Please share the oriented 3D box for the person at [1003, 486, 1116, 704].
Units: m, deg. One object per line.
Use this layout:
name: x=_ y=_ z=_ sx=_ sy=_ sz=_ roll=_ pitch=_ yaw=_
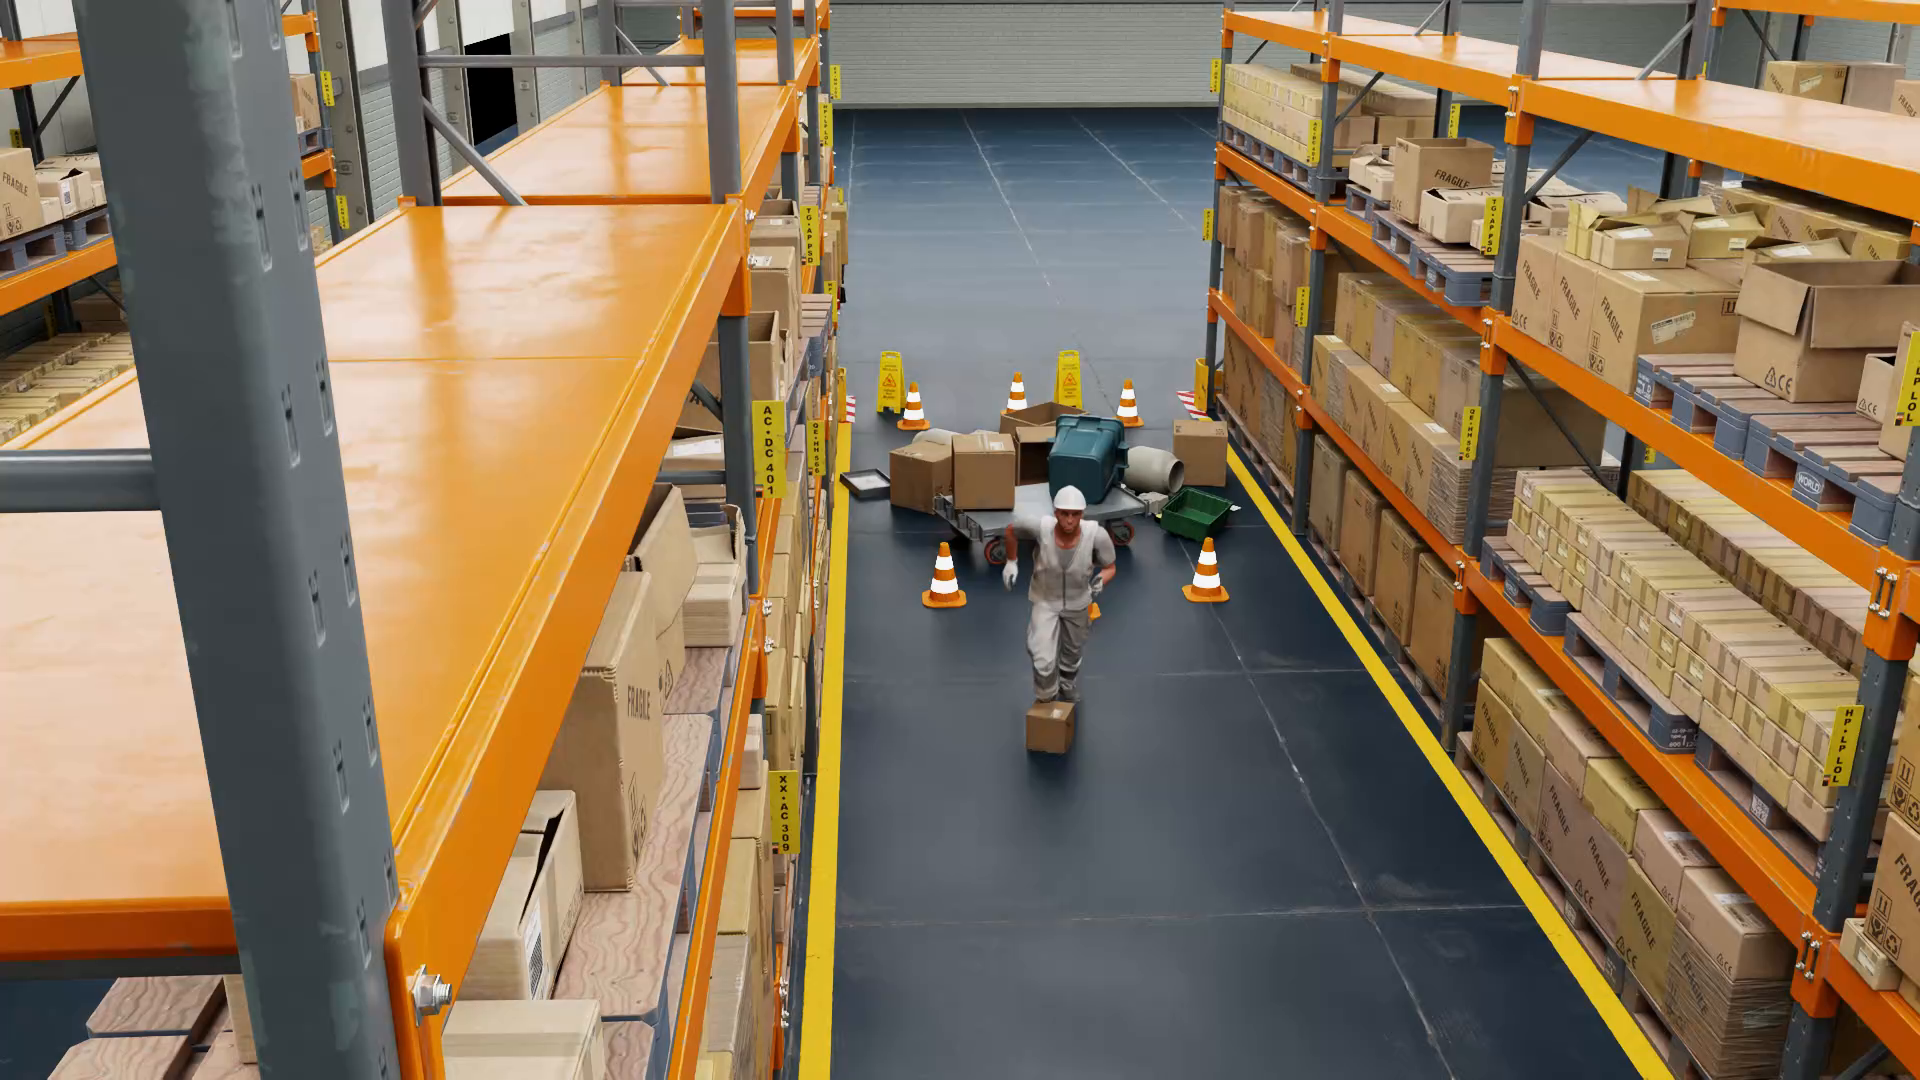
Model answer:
person: x=0.630 y=0.404 z=10.510 sx=0.656 sy=1.691 sz=0.968 roll=-3 pitch=20 yaw=-8
